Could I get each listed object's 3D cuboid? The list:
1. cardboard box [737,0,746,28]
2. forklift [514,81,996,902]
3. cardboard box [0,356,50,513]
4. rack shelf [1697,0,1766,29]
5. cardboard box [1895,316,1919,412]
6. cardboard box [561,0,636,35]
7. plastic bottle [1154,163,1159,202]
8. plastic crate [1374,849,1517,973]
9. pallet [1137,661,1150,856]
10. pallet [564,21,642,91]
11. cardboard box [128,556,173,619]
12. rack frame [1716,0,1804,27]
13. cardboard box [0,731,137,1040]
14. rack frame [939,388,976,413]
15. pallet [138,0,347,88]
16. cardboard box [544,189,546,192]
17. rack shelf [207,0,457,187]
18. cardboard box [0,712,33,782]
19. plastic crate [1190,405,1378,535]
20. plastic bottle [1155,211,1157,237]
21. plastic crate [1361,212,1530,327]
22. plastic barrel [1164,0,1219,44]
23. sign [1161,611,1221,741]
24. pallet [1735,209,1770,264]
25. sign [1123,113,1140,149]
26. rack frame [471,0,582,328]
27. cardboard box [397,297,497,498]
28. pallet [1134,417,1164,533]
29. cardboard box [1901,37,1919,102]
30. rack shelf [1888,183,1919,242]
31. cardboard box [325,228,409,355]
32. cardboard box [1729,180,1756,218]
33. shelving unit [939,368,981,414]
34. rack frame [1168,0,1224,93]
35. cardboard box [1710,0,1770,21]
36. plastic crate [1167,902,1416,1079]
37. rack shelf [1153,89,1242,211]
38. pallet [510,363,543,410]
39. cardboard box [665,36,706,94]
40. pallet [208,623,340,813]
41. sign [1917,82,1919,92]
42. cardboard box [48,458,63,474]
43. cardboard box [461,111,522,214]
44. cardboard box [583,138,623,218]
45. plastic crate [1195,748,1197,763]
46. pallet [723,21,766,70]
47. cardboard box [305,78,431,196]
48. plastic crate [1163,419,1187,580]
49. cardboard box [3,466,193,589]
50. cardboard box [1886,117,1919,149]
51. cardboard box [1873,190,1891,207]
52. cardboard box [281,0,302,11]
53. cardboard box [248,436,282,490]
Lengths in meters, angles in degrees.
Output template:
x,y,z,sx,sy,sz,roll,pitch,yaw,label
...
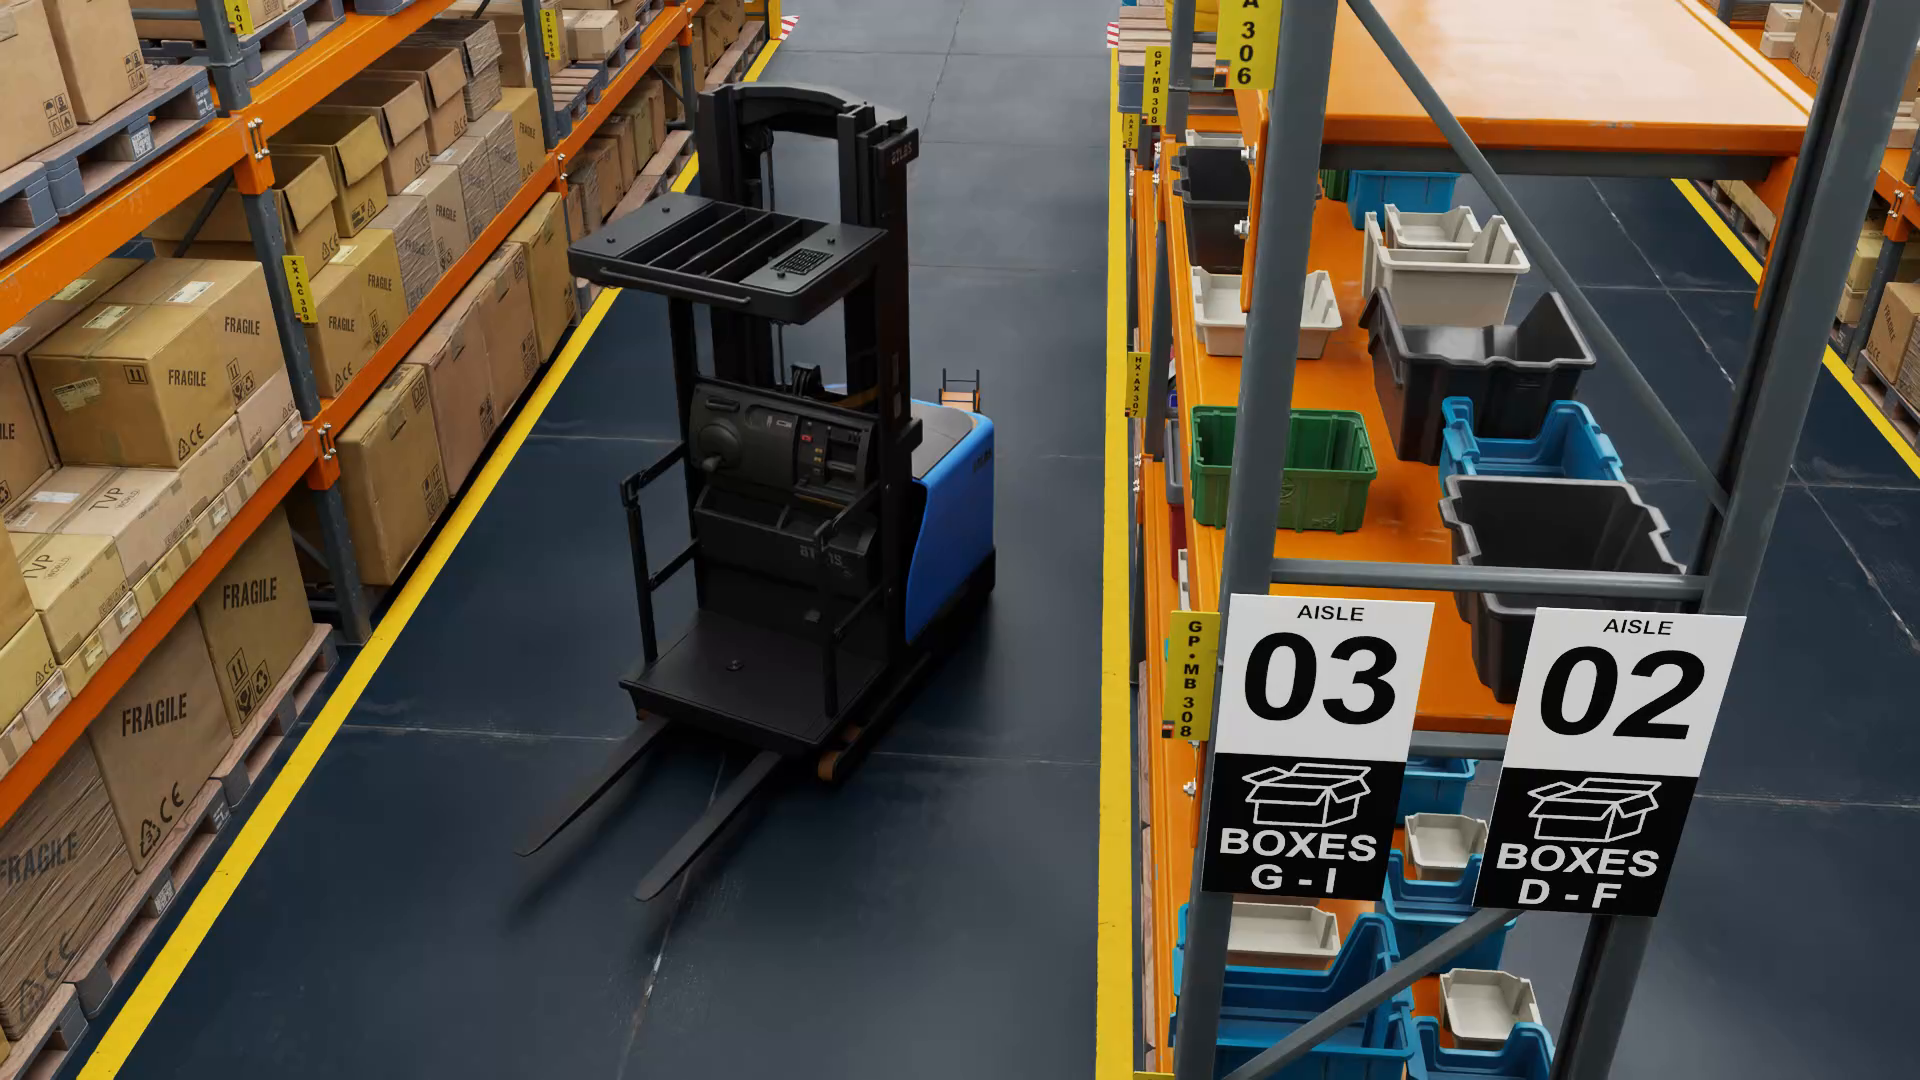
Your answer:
x,y,z,sx,sy,sz,roll,pitch,yaw,label
-2.674,-5.835,18.121,0.500,0.500,0.500,8,33,13,cardboard box
-0.910,-0.384,7.360,1.130,2.935,3.031,14,34,22,forklift
-3.963,-0.384,6.439,0.500,0.500,0.500,1,32,2,cardboard box
7.104,-5.269,15.906,1.077,0.370,4.000,2,32,4,rack shelf
6.256,-1.061,10.356,0.500,0.500,0.500,1,32,2,cardboard box
-2.981,-4.267,13.096,0.797,0.503,0.637,6,32,9,cardboard box
1.249,-2.219,10.383,0.061,0.283,0.133,2,32,4,plastic bottle
1.429,1.118,4.959,0.416,0.233,0.300,2,32,4,plastic crate
1.332,1.014,7.684,1.003,0.211,1.213,2,32,4,pallet
-3.138,-3.818,13.049,1.003,0.211,1.213,2,32,4,pallet
-3.386,0.181,6.617,0.380,0.149,0.250,2,32,3,cardboard box
6.941,-4.529,14.021,1.000,3.000,0.127,2,32,4,rack frame
-3.863,1.232,6.296,0.875,0.875,0.875,2,32,4,cardboard box
-0.014,-0.355,9.106,0.200,1.050,0.008,2,32,4,rack frame
-3.558,-2.448,7.967,0.805,0.209,1.217,1,32,2,pallet
-3.233,-2.657,12.231,0.500,0.250,0.500,4,32,6,cardboard box
-3.421,-2.788,9.021,1.077,0.370,4.000,2,32,4,rack shelf
-3.470,0.718,5.745,0.380,0.149,0.250,2,32,3,cardboard box
0.823,-0.183,4.311,0.450,0.188,0.336,2,32,4,plastic crate
1.208,-1.958,9.960,0.061,0.283,0.133,2,32,4,plastic bottle
1.515,-0.840,5.288,0.437,0.282,0.530,2,32,4,plastic crate
1.225,-2.581,7.421,0.600,0.588,0.600,0,32,0,plastic barrel
0.478,0.285,3.450,0.100,0.325,0.005,2,32,4,sign
6.823,-2.316,13.086,1.003,0.211,1.213,2,32,4,pallet
1.130,-2.740,10.963,0.100,0.325,0.005,2,32,4,sign
-3.258,-2.863,11.316,1.000,3.000,0.127,2,32,4,rack frame
-3.480,-0.848,9.672,1.225,0.875,0.875,1,32,2,cardboard box
1.554,-0.414,10.001,1.003,0.211,1.213,2,32,4,pallet
6.736,-3.358,12.025,0.500,0.500,0.500,1,32,1,cardboard box
6.452,-1.086,9.118,1.077,0.370,4.000,2,32,4,rack shelf
-3.257,-1.306,8.696,0.500,0.500,0.500,3,32,4,cardboard box
6.579,-2.799,13.433,0.500,0.250,0.500,2,32,2,cardboard box
-0.004,-0.419,9.209,0.215,1.050,0.252,2,32,4,shelving unit
1.353,-3.114,6.005,1.000,3.000,0.127,2,32,4,rack frame
6.971,-4.804,14.371,0.700,0.500,0.500,2,32,3,cardboard box
0.868,1.308,4.457,0.616,0.435,0.499,2,32,4,plastic crate
1.516,-2.576,8.678,1.077,0.370,4.000,2,32,4,rack shelf
-3.397,-1.267,11.384,1.003,0.211,1.213,2,32,4,pallet
-2.821,-4.576,16.079,0.500,0.500,0.500,13,34,19,cardboard box
-3.724,0.810,8.014,1.003,0.211,1.213,2,32,4,pallet
6.062,-2.953,10.359,0.100,0.325,0.005,2,32,4,sign
-3.928,-0.340,7.082,0.500,0.250,0.500,2,32,4,cardboard box
-3.098,-2.376,10.432,0.500,0.500,0.500,2,32,4,cardboard box
-3.152,-2.924,13.380,0.700,0.500,0.500,5,32,8,cardboard box
0.955,0.731,5.679,0.298,0.136,0.250,2,32,4,plastic crate
-2.714,-5.396,18.085,1.003,0.211,1.213,2,32,4,pallet
-3.437,-2.259,9.286,0.797,0.503,0.637,3,32,6,cardboard box
1.030,-0.156,6.806,0.402,0.464,0.583,2,32,4,plastic crate
-3.439,-0.054,6.619,0.500,0.250,0.500,3,32,5,cardboard box
6.413,-2.813,11.475,0.380,0.149,0.250,2,32,4,cardboard box
7.029,-2.488,12.394,0.500,0.311,0.500,2,32,3,cardboard box
-3.405,-2.759,7.973,0.500,0.311,0.500,1,32,2,cardboard box
-3.303,-0.356,7.488,0.380,0.149,0.250,3,32,5,cardboard box
